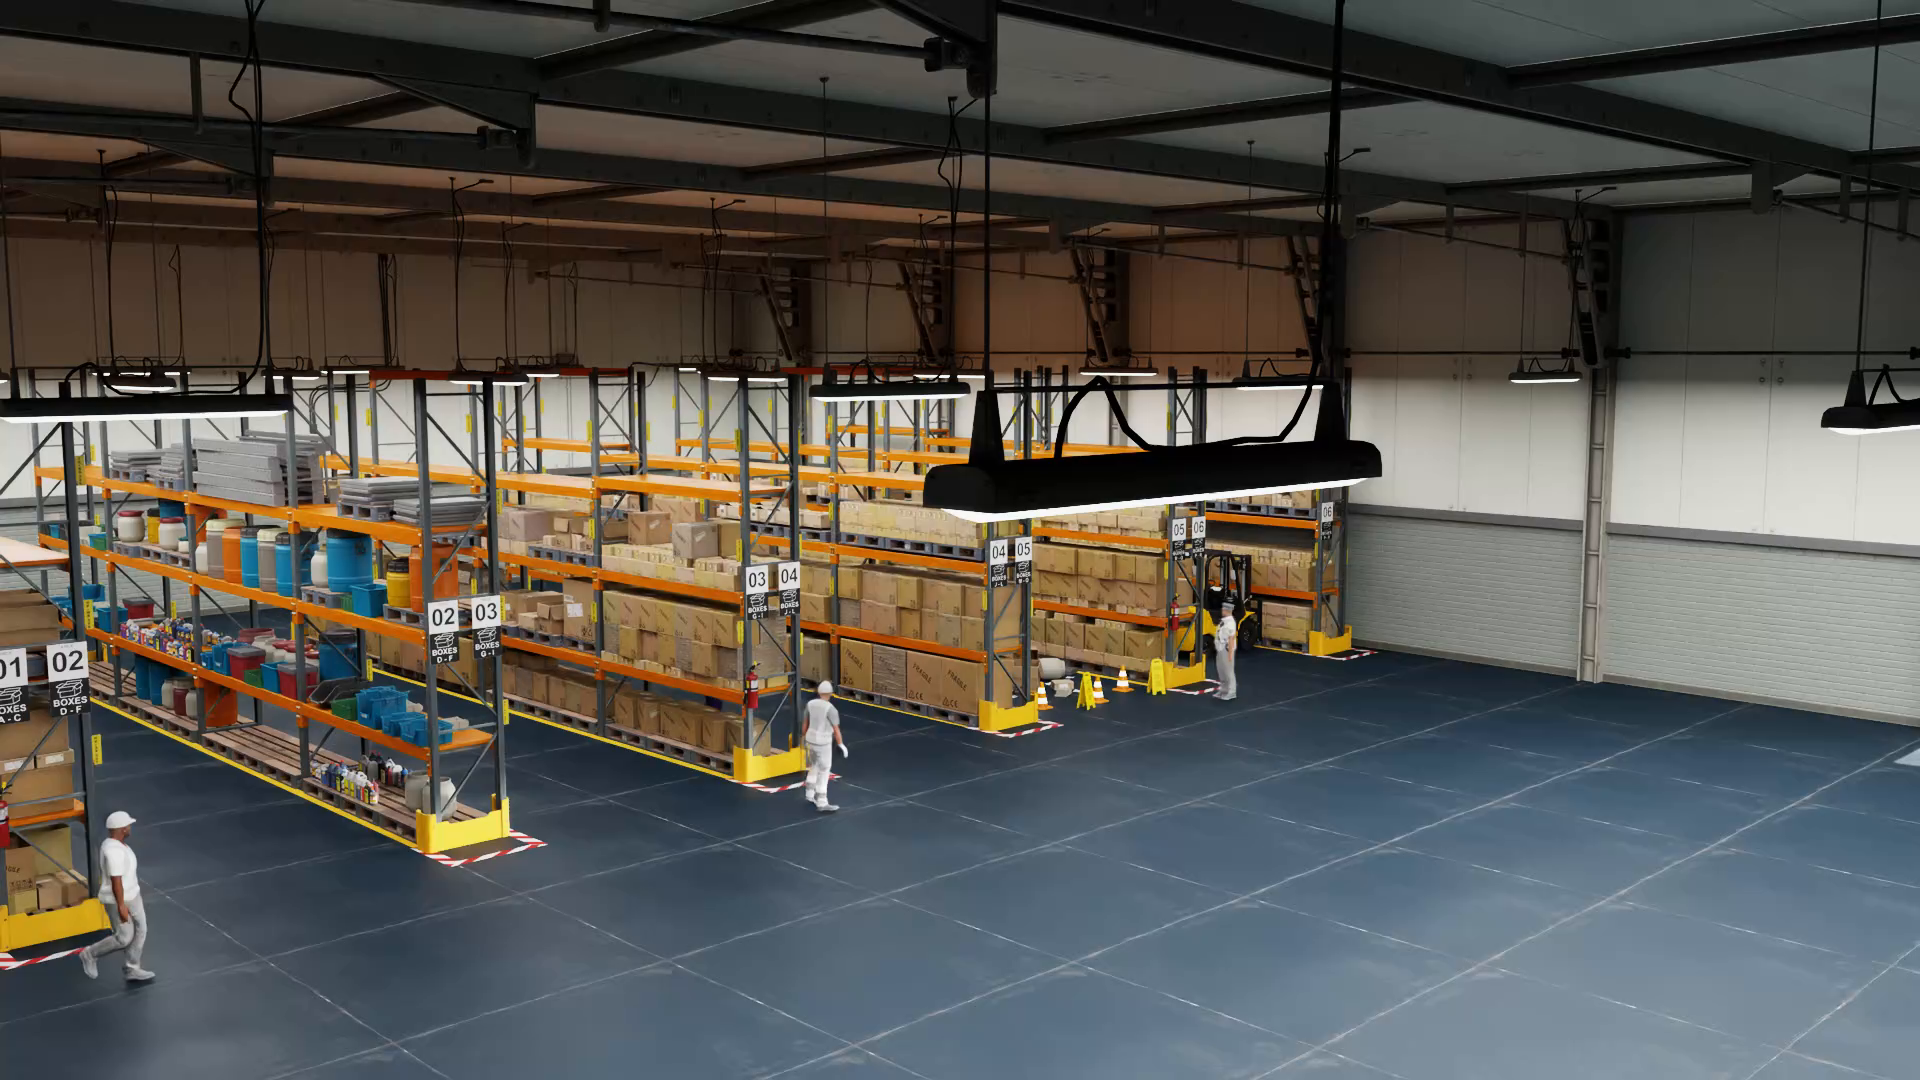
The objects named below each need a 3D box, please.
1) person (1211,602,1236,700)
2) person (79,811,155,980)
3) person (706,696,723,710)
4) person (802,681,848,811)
[{"bbox_3d":[4.839,2.034,30.429,0.410,1.802,0.556,-2,7,-14],"label":"person"},{"bbox_3d":[-8.462,3.583,16.644,0.635,1.740,0.527,0,6,3],"label":"person"},{"bbox_3d":[-4.229,2.334,28.598,0.378,1.721,0.553,-3,7,-22],"label":"person"},{"bbox_3d":[-1.912,2.851,23.108,0.454,1.811,0.684,-6,9,-43],"label":"person"}]
